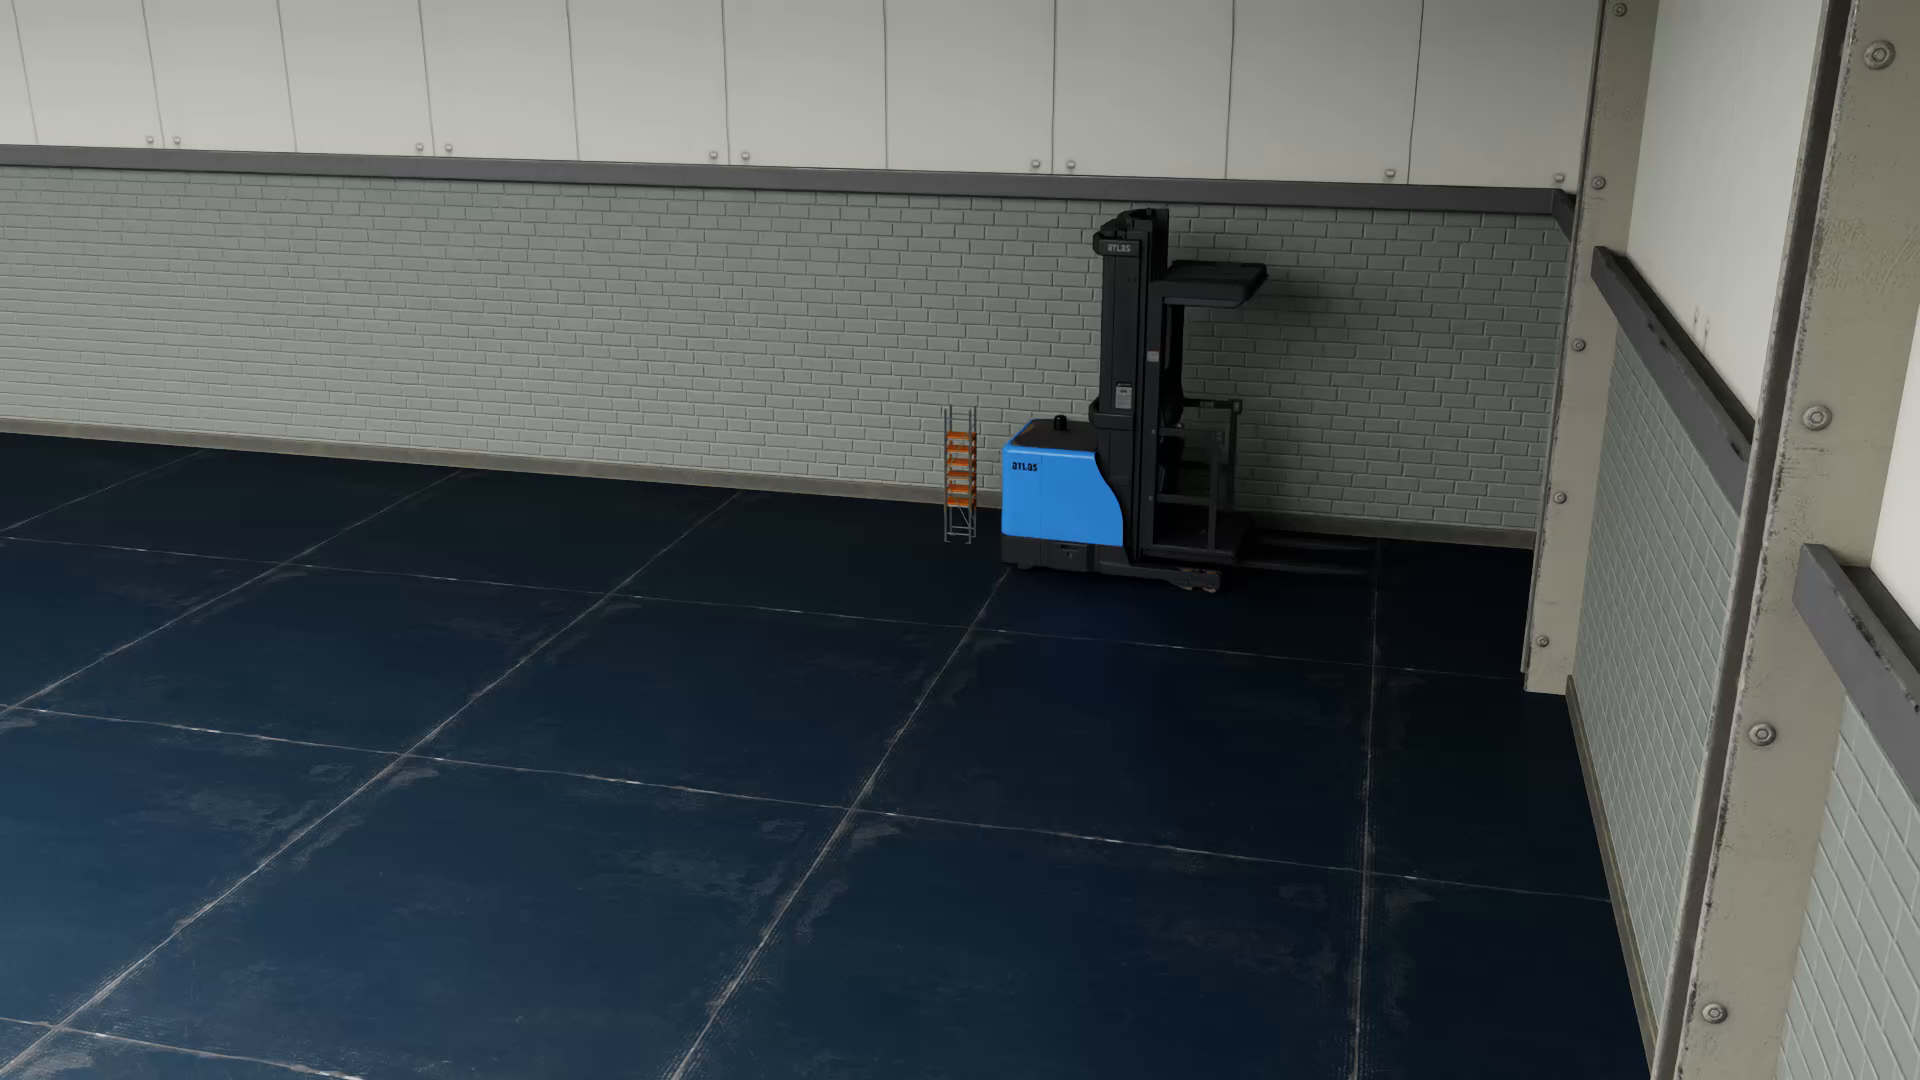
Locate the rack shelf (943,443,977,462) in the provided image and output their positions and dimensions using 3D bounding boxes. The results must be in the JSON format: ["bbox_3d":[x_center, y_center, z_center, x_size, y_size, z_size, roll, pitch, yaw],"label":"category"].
[{"bbox_3d":[0.004,-0.757,14.444,0.258,0.103,0.180,5,19,13],"label":"rack shelf"}]

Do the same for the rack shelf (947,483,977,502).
[{"bbox_3d":[0.004,-0.417,14.560,0.258,0.103,0.180,5,19,13],"label":"rack shelf"}]

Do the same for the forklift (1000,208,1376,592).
[{"bbox_3d":[1.909,-1.156,13.536,3.031,2.935,1.130,6,20,16],"label":"forklift"}]

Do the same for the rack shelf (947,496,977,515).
[{"bbox_3d":[0.004,-0.303,14.599,0.258,0.103,0.180,5,19,13],"label":"rack shelf"}]

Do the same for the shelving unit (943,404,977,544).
[{"bbox_3d":[0.004,-0.572,14.507,0.258,1.200,0.189,5,19,13],"label":"shelving unit"}]

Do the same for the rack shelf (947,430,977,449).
[{"bbox_3d":[0.004,-0.871,14.405,0.258,0.103,0.180,5,19,13],"label":"rack shelf"}]

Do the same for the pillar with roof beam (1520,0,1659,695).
[{"bbox_3d":[-0.039,-3.595,11.291,9.100,9.000,0.400,5,19,13],"label":"pillar with roof beam"}]

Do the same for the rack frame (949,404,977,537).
[{"bbox_3d":[0.026,-0.601,14.591,0.240,1.200,0.006,5,19,13],"label":"rack frame"}]

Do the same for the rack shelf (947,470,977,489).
[{"bbox_3d":[0.004,-0.530,14.521,0.258,0.103,0.180,5,19,13],"label":"rack shelf"}]

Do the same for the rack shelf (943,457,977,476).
[{"bbox_3d":[0.004,-0.644,14.482,0.258,0.103,0.180,5,19,13],"label":"rack shelf"}]

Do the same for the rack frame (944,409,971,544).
[{"bbox_3d":[-0.019,-0.544,14.423,0.240,1.200,0.006,5,19,13],"label":"rack frame"}]
